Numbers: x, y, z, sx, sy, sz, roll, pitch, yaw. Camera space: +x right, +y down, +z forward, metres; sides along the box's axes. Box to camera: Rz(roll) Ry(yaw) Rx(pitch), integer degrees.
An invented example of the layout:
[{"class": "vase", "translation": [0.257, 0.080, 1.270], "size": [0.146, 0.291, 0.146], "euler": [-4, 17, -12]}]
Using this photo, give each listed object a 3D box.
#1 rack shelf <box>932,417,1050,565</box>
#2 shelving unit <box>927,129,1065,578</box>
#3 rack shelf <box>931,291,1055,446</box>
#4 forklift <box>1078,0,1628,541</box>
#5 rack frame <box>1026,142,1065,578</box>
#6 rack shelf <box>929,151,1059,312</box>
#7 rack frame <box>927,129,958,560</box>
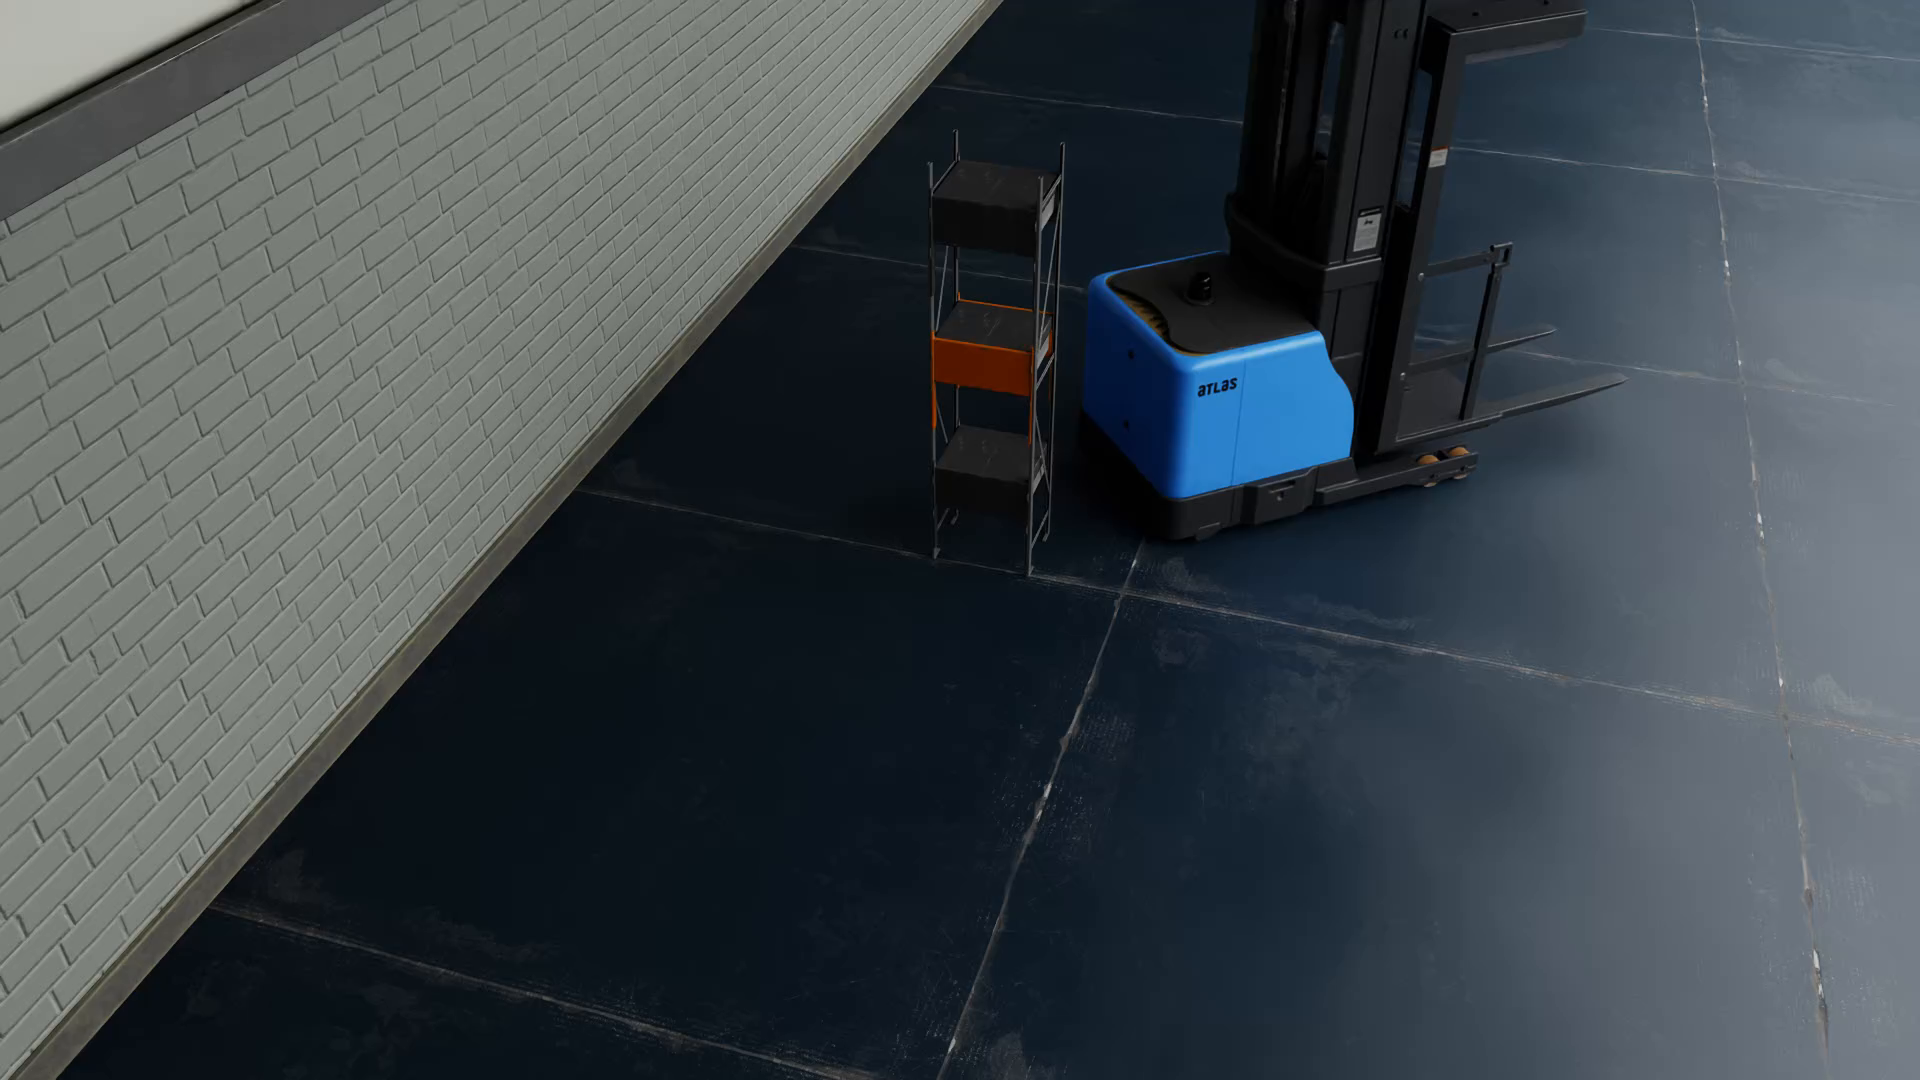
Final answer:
[{"class": "rack shelf", "translation": [0.158, -0.242, 8.196], "size": [0.480, 0.518, 0.431], "euler": [10, 38, 14]}, {"class": "shelving unit", "translation": [0.158, -0.816, 7.773], "size": [0.503, 2.100, 0.431], "euler": [10, 38, 14]}, {"class": "rack shelf", "translation": [0.158, -0.805, 7.781], "size": [0.480, 0.518, 0.431], "euler": [10, 38, 14]}, {"class": "forklift", "translation": [2.206, -1.736, 8.322], "size": [3.031, 2.935, 1.130], "euler": [-14, 39, -18]}, {"class": "rack frame", "translation": [0.391, -0.773, 7.714], "size": [0.015, 2.100, 0.400], "euler": [10, 38, 14]}, {"class": "rack shelf", "translation": [0.158, -1.369, 7.366], "size": [0.480, 0.518, 0.431], "euler": [10, 38, 14]}, {"class": "rack frame", "translation": [-0.075, -0.860, 7.831], "size": [0.015, 2.100, 0.400], "euler": [10, 38, 14]}]
